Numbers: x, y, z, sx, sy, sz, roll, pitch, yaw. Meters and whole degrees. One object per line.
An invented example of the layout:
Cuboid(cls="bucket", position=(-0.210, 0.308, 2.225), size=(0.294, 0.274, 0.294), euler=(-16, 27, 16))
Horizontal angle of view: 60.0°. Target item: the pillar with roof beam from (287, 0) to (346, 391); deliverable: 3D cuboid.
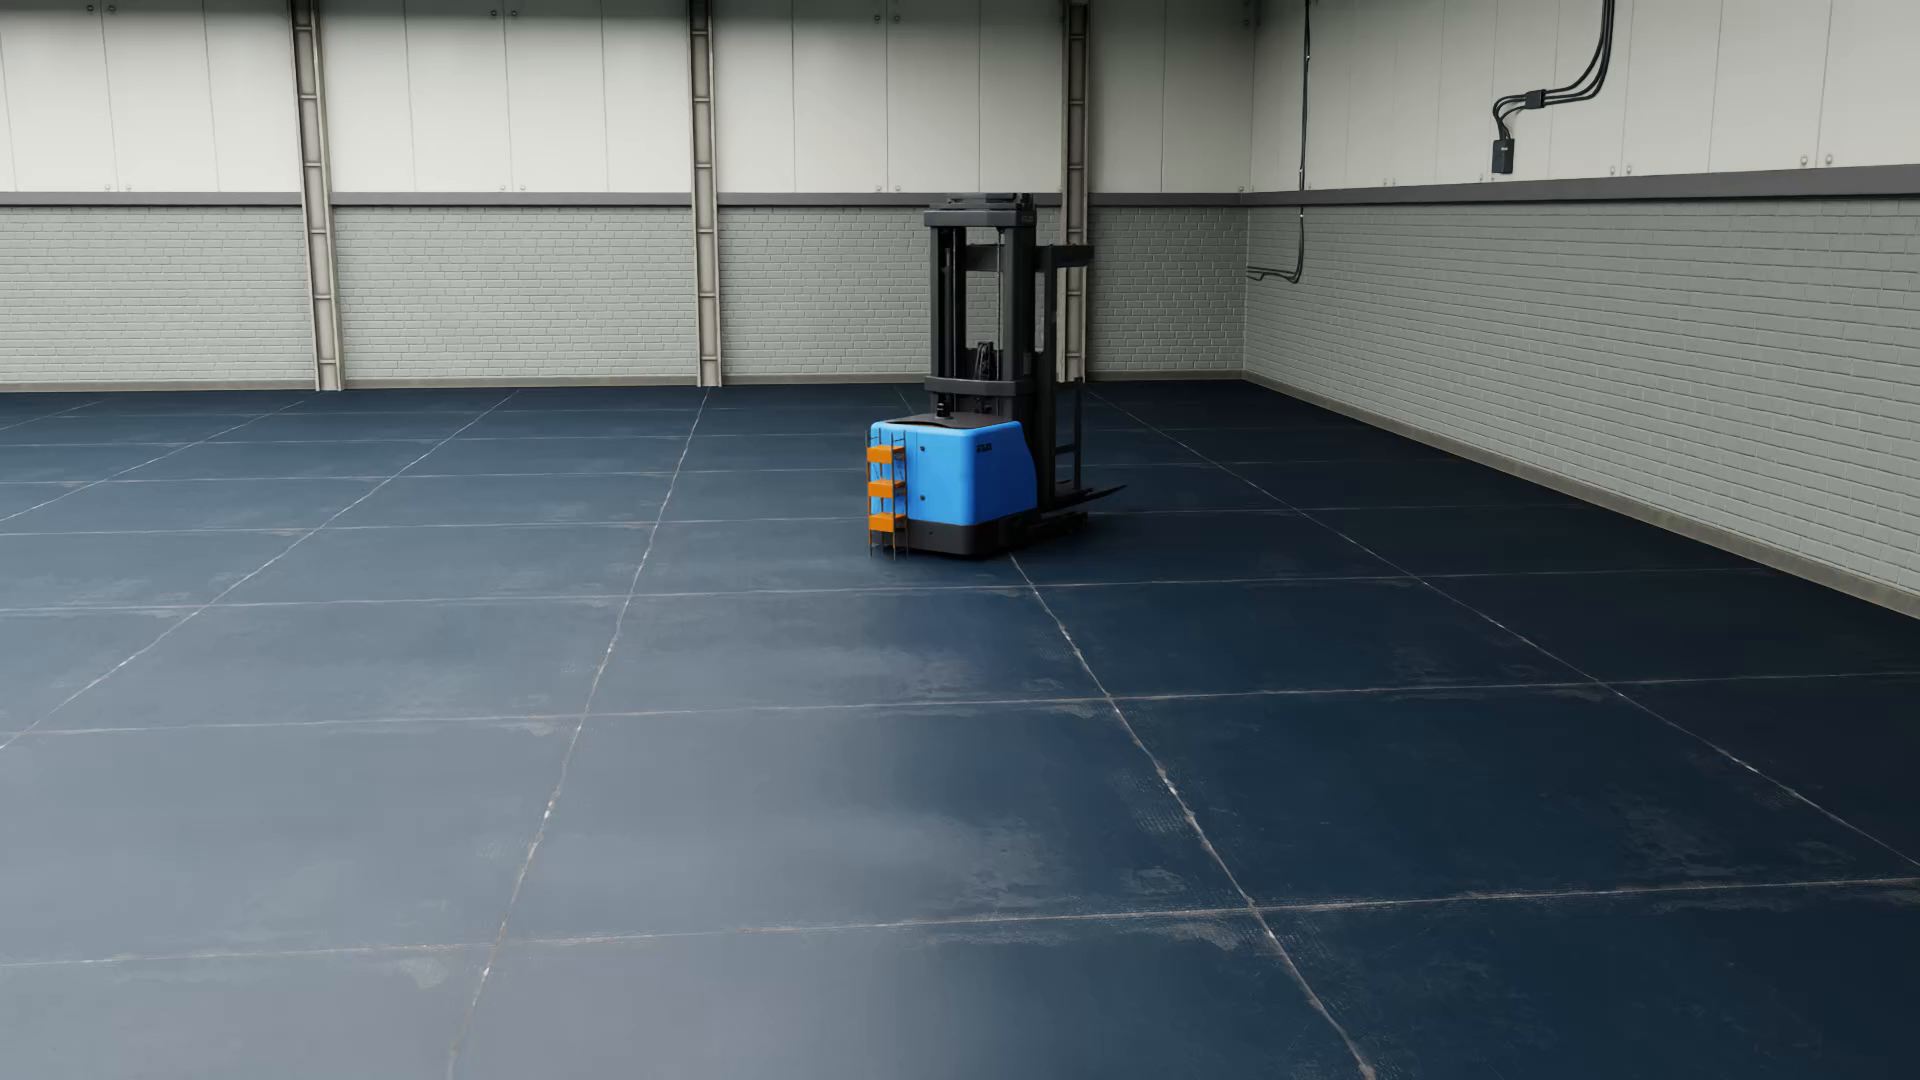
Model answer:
Cuboid(cls="pillar with roof beam", position=(-9.594, -5.994, 21.527), size=(0.400, 9.000, 9.100), euler=(-1, 11, -6))

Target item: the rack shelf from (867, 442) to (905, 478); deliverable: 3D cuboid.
Cuboid(cls="rack shelf", position=(-0.595, -0.641, 13.470), size=(0.240, 0.259, 0.215), euler=(7, 15, 31))

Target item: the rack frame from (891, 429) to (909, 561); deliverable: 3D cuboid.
Cuboid(cls="rack frame", position=(-0.486, -0.362, 13.467), size=(0.008, 1.050, 0.200), euler=(7, 15, 31))

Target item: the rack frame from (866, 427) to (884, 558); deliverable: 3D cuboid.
Cuboid(cls="rack frame", position=(-0.693, -0.386, 13.593), size=(0.008, 1.050, 0.200), euler=(7, 15, 31))

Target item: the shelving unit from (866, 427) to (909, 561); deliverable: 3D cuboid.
Cuboid(cls="shelving unit", position=(-0.590, -0.374, 13.530), size=(0.252, 1.050, 0.215), euler=(7, 15, 31))

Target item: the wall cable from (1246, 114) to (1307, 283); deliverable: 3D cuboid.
Cuboid(cls="wall cable", position=(4.943, -5.353, 26.320), size=(0.112, 2.526, 3.097), euler=(-1, 11, -6))

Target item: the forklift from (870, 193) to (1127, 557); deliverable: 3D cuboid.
Cuboid(cls="forklift", position=(0.482, -1.540, 14.604), size=(1.130, 2.935, 3.031), euler=(7, 13, 33))

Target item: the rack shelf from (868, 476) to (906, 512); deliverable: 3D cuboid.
Cuboid(cls="rack shelf", position=(-0.589, -0.364, 13.532), size=(0.240, 0.259, 0.215), euler=(7, 15, 31))

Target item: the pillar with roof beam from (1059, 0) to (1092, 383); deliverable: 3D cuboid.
Cuboid(cls="pillar with roof beam", position=(2.336, -6.244, 22.799), size=(0.548, 9.000, 9.100), euler=(-1, 11, -6))

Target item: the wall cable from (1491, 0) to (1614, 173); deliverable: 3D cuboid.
Cuboid(cls="wall cable", position=(5.952, -6.725, 16.430), size=(0.169, 6.003, 2.305), euler=(-1, 11, -6))

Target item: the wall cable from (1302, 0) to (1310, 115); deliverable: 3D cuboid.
Cuboid(cls="wall cable", position=(5.235, -7.313, 23.194), size=(0.112, 2.526, 3.097), euler=(-1, 11, -6))

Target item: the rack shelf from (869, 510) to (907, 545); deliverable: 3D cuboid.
Cuboid(cls="rack shelf", position=(-0.585, -0.093, 13.593), size=(0.240, 0.259, 0.215), euler=(7, 15, 31))

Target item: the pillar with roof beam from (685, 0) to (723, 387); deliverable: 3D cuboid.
Cuboid(cls="pillar with roof beam", position=(-3.629, -6.119, 22.163), size=(0.548, 9.000, 9.100), euler=(-1, 11, -6))
